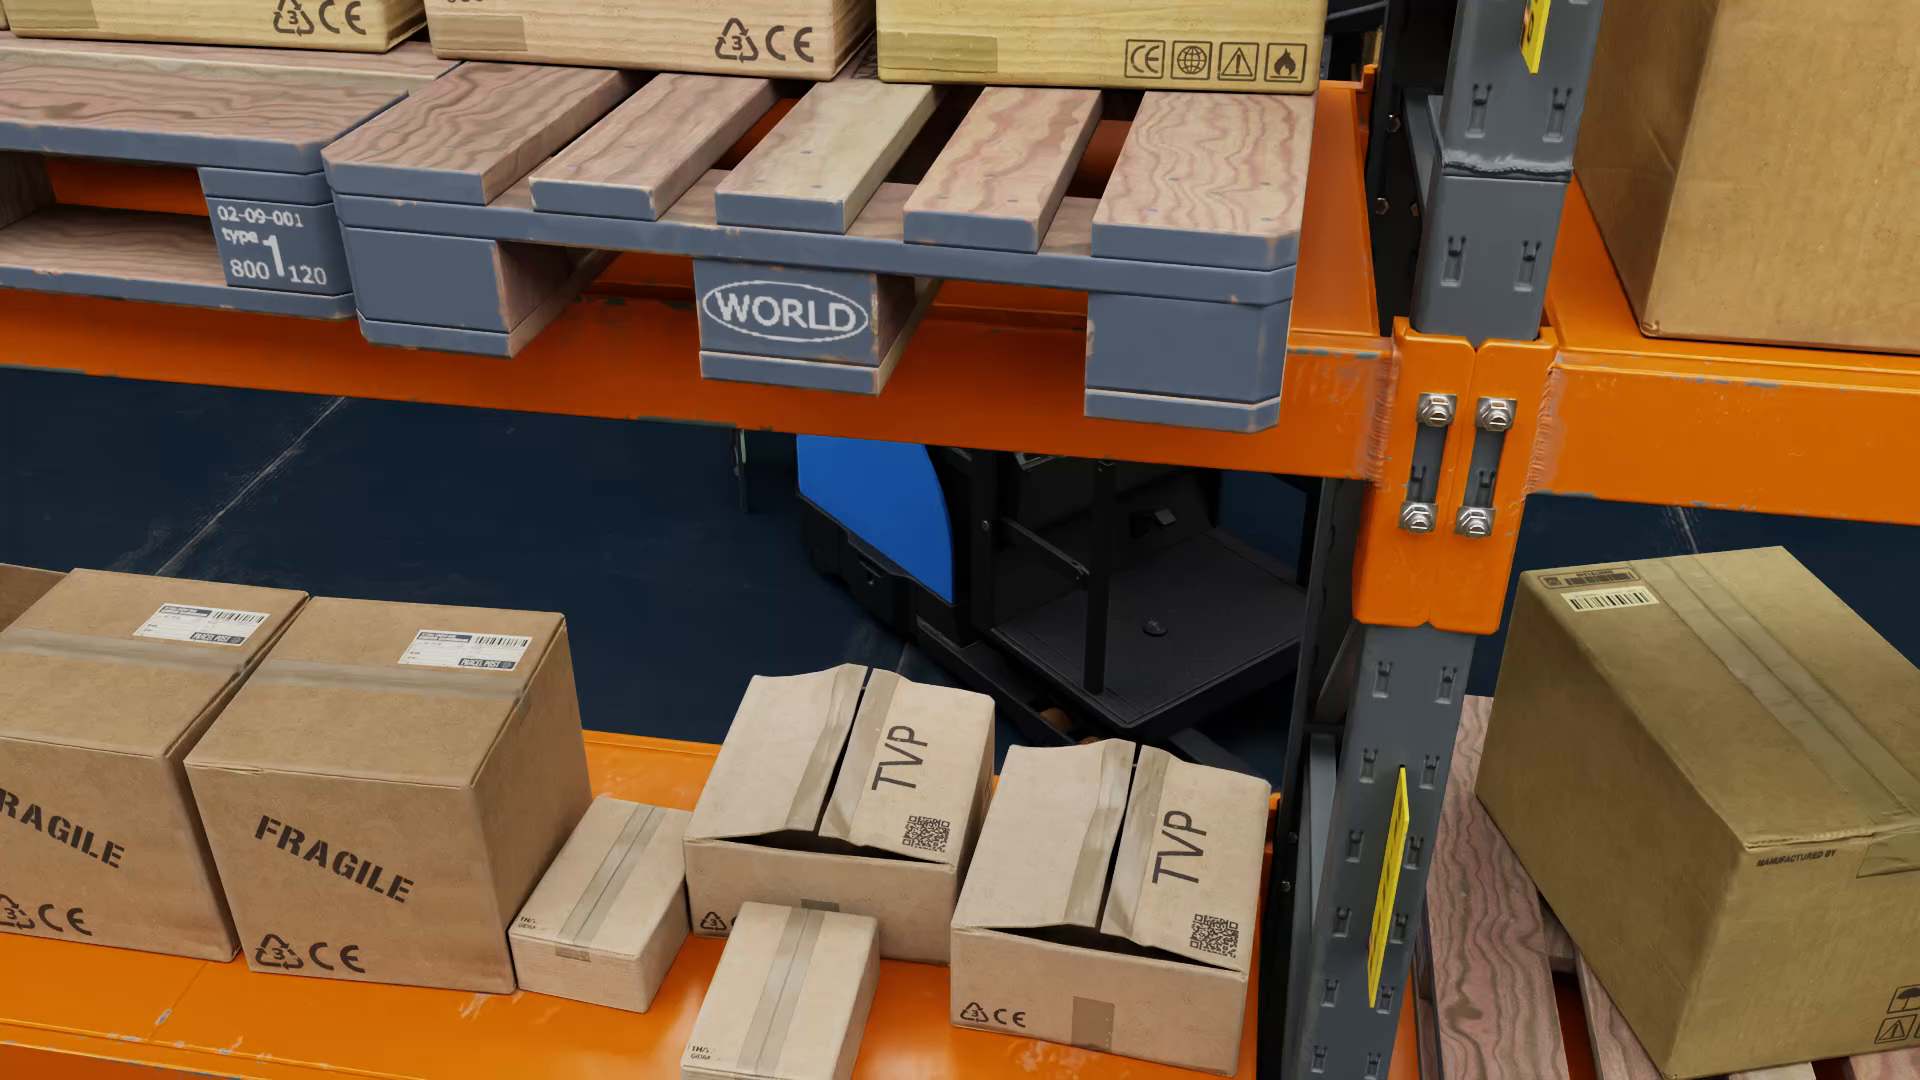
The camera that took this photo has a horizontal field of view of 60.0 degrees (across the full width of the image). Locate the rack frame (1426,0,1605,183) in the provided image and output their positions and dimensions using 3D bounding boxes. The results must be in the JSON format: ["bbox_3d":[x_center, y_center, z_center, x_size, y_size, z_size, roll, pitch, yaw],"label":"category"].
[{"bbox_3d":[0.634,-1.897,1.298,0.127,3.000,1.000,5,32,8],"label":"rack frame"}]

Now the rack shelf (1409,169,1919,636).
[{"bbox_3d":[2.605,-0.142,2.000,4.000,0.370,1.077,5,32,8],"label":"rack shelf"}]

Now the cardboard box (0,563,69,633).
[{"bbox_3d":[-2.035,0.371,3.236,0.500,0.500,0.500,7,33,12],"label":"cardboard box"}]

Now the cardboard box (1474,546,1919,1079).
[{"bbox_3d":[1.274,0.423,2.757,0.500,0.500,0.700,-5,32,-8],"label":"cardboard box"}]

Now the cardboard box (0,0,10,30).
[{"bbox_3d":[-1.435,-0.894,2.269,0.500,0.250,0.500,3,32,4],"label":"cardboard box"}]

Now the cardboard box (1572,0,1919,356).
[{"bbox_3d":[1.070,-0.646,2.034,0.500,0.500,0.910,5,32,8],"label":"cardboard box"}]

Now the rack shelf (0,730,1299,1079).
[{"bbox_3d":[-1.338,0.773,3.366,4.000,0.370,1.077,5,32,8],"label":"rack shelf"}]

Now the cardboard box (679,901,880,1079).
[{"bbox_3d":[-0.299,0.817,2.854,0.250,0.149,0.380,5,32,8],"label":"cardboard box"}]

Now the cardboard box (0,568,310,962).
[{"bbox_3d":[-1.542,0.416,3.164,0.500,0.500,0.500,5,32,8],"label":"cardboard box"}]

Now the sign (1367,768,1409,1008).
[{"bbox_3d":[0.544,0.446,2.119,0.005,0.325,0.100,5,32,8],"label":"sign"}]

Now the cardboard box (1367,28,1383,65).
[{"bbox_3d":[1.899,-1.944,6.636,0.500,0.500,0.500,6,33,10],"label":"cardboard box"}]

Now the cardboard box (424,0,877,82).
[{"bbox_3d":[-0.343,-0.788,2.100,0.500,0.250,0.500,6,33,10],"label":"cardboard box"}]

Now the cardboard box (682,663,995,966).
[{"bbox_3d":[-0.215,0.503,3.203,0.500,0.311,0.500,5,32,8],"label":"cardboard box"}]

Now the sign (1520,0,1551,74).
[{"bbox_3d":[0.533,-0.588,1.474,0.005,0.325,0.100,5,32,8],"label":"sign"}]

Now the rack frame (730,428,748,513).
[{"bbox_3d":[-0.937,-0.853,6.699,0.023,1.500,0.400,-6,33,-10],"label":"rack frame"}]

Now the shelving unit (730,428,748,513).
[{"bbox_3d":[-0.579,-0.893,6.763,0.755,1.500,0.431,-6,33,-10],"label":"shelving unit"}]

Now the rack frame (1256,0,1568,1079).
[{"bbox_3d":[0.634,0.646,2.890,0.127,3.000,1.000,5,32,8],"label":"rack frame"}]

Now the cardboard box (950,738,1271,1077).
[{"bbox_3d":[0.283,0.629,3.002,0.500,0.311,0.500,7,33,11],"label":"cardboard box"}]

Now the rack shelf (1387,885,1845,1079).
[{"bbox_3d":[2.605,1.130,2.796,4.000,0.370,1.077,5,32,8],"label":"rack shelf"}]

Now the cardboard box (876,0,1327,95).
[{"bbox_3d":[0.177,-0.751,2.040,0.500,0.250,0.500,3,32,5],"label":"cardboard box"}]

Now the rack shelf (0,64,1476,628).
[{"bbox_3d":[-1.338,-0.499,2.570,4.000,0.370,1.077,5,32,8],"label":"rack shelf"}]

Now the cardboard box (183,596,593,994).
[{"bbox_3d":[-1.023,0.463,3.089,0.500,0.500,0.500,3,32,6],"label":"cardboard box"}]

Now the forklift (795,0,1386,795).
[{"bbox_3d":[0.653,-0.729,5.152,1.130,2.935,3.031,-22,38,-31],"label":"forklift"}]

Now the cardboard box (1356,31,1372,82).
[{"bbox_3d":[1.974,-2.217,7.072,0.500,0.500,0.500,5,32,9],"label":"cardboard box"}]

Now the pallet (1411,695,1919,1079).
[{"bbox_3d":[1.314,0.752,2.903,1.003,0.211,1.213,5,32,8],"label":"pallet"}]

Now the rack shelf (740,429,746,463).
[{"bbox_3d":[-0.579,-0.617,6.936,0.720,0.370,0.431,-6,33,-10],"label":"rack shelf"}]

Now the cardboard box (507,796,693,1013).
[{"bbox_3d":[-0.633,0.669,3.092,0.250,0.149,0.380,8,33,12],"label":"cardboard box"}]

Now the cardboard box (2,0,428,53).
[{"bbox_3d":[-0.905,-0.845,2.191,0.500,0.250,0.500,5,32,7],"label":"cardboard box"}]

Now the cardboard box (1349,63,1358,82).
[{"bbox_3d":[1.828,-1.952,7.259,0.250,0.149,0.380,6,32,9],"label":"cardboard box"}]

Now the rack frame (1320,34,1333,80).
[{"bbox_3d":[1.464,-1.945,7.030,0.127,3.000,1.000,5,32,8],"label":"rack frame"}]

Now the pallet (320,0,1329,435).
[{"bbox_3d":[-0.050,-0.559,2.166,1.003,0.211,1.213,7,33,10],"label":"pallet"}]

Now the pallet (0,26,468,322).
[{"bbox_3d":[-1.153,-0.657,2.323,1.213,0.211,1.003,7,33,10],"label":"pallet"}]
